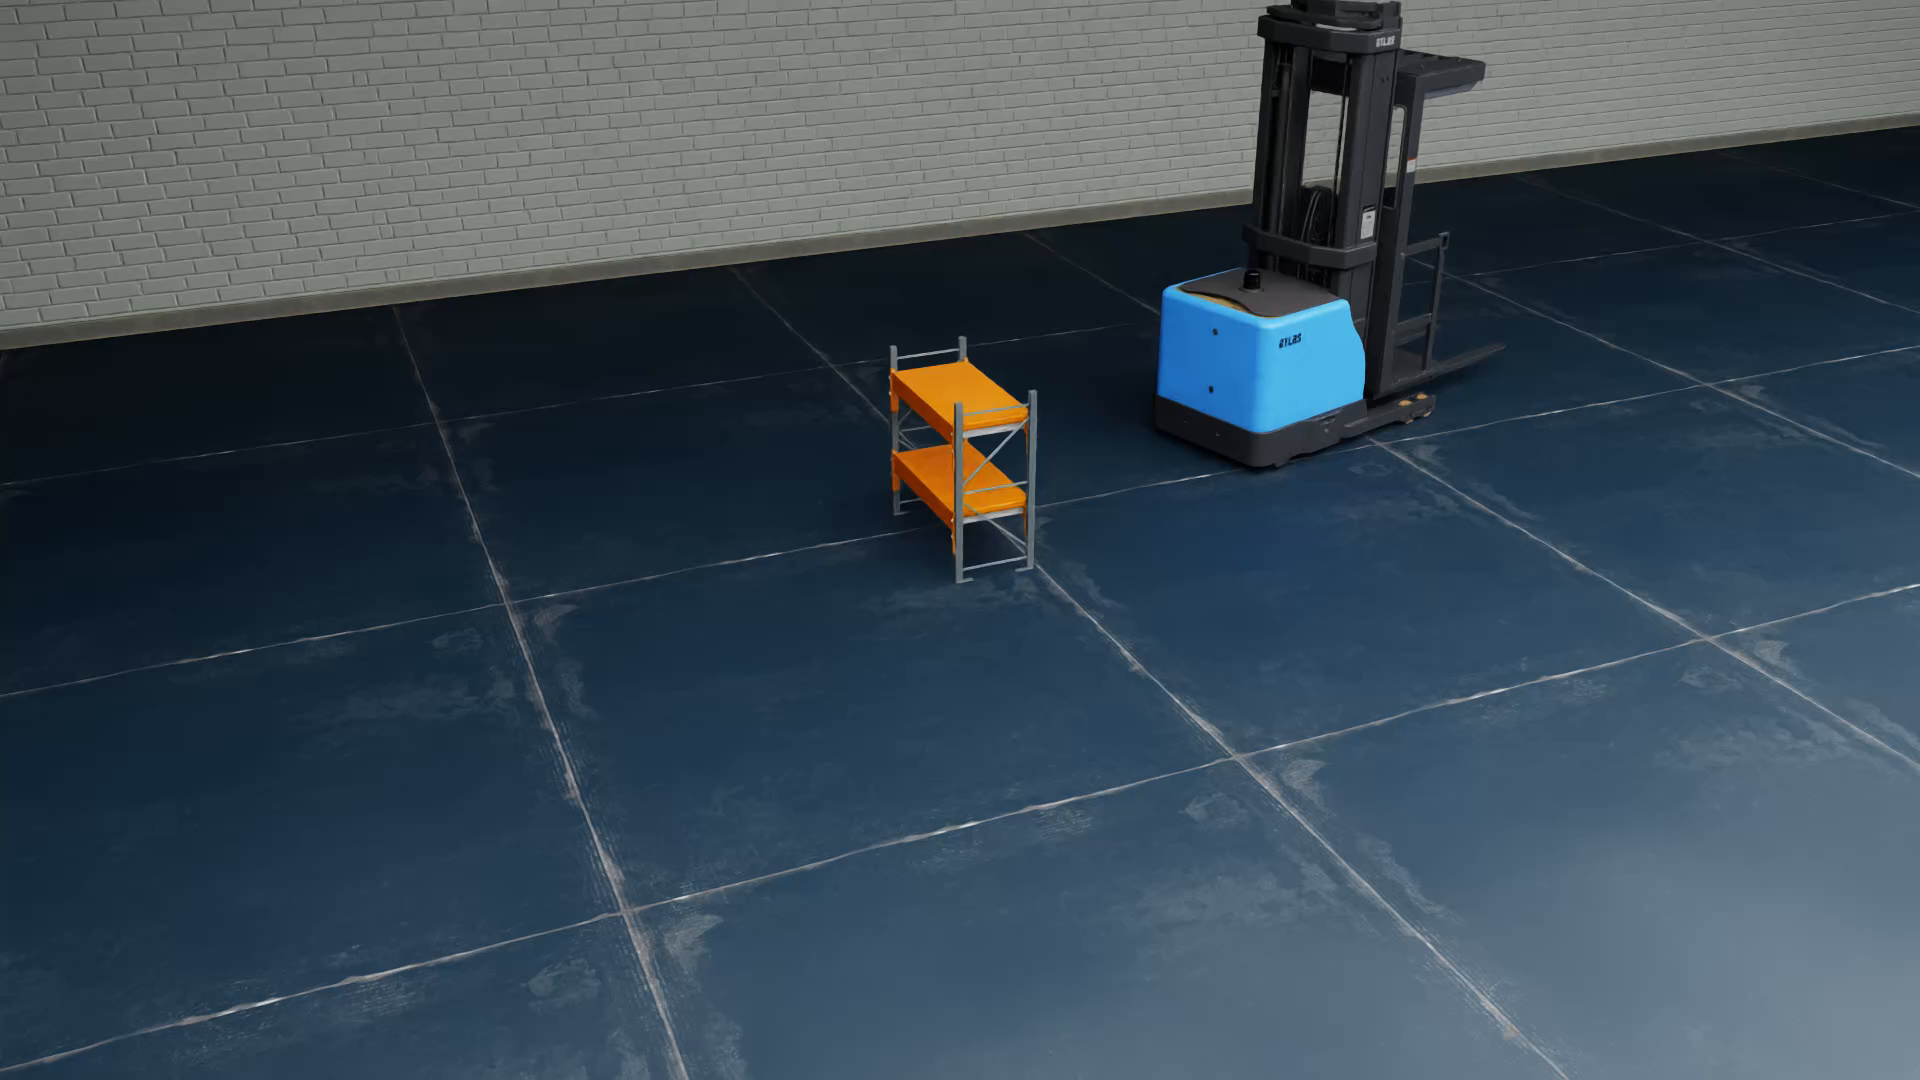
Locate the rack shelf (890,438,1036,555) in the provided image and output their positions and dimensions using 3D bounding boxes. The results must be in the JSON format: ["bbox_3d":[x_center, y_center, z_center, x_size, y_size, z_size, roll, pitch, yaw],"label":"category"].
[{"bbox_3d":[0.003,-0.283,10.105,0.538,0.278,1.000,-11,28,-21],"label":"rack shelf"}]

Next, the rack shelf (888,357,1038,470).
[{"bbox_3d":[0.003,-0.766,9.869,0.538,0.278,1.000,-11,28,-21],"label":"rack shelf"}]

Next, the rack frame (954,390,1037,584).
[{"bbox_3d":[0.202,-0.298,9.577,0.500,1.125,0.032,-11,28,-21],"label":"rack frame"}]

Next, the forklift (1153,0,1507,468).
[{"bbox_3d":[2.828,-2.316,11.653,3.031,2.935,1.130,-19,32,-34],"label":"forklift"}]

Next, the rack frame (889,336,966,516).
[{"bbox_3d":[-0.196,-0.708,10.418,0.500,1.125,0.032,-11,28,-21],"label":"rack frame"}]

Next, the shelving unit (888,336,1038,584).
[{"bbox_3d":[0.003,-0.503,9.998,0.538,1.125,1.048,-11,28,-21],"label":"shelving unit"}]
